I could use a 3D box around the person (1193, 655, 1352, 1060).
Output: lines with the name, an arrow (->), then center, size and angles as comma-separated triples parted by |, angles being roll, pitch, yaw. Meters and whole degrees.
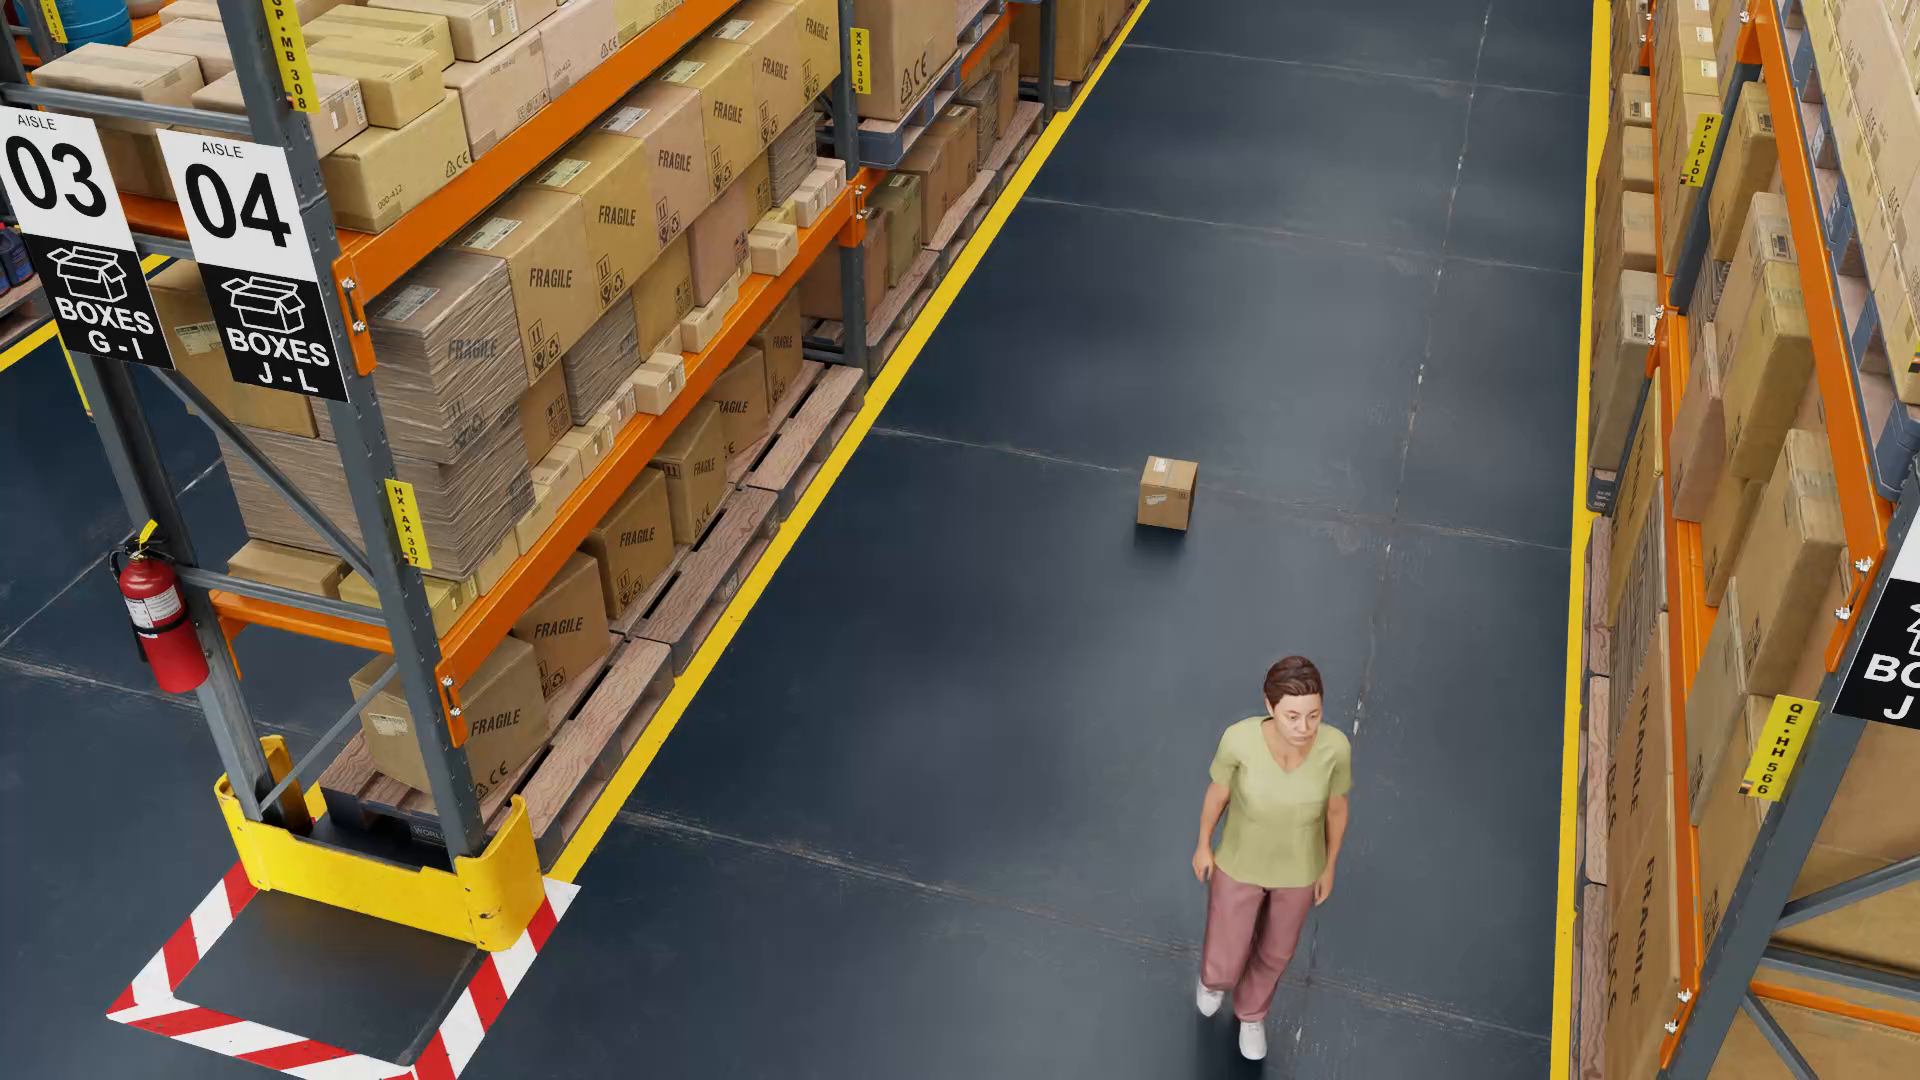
person -> 1.008, 1.077, 5.425 | 0.471, 1.664, 0.456 | 1, 37, 1
